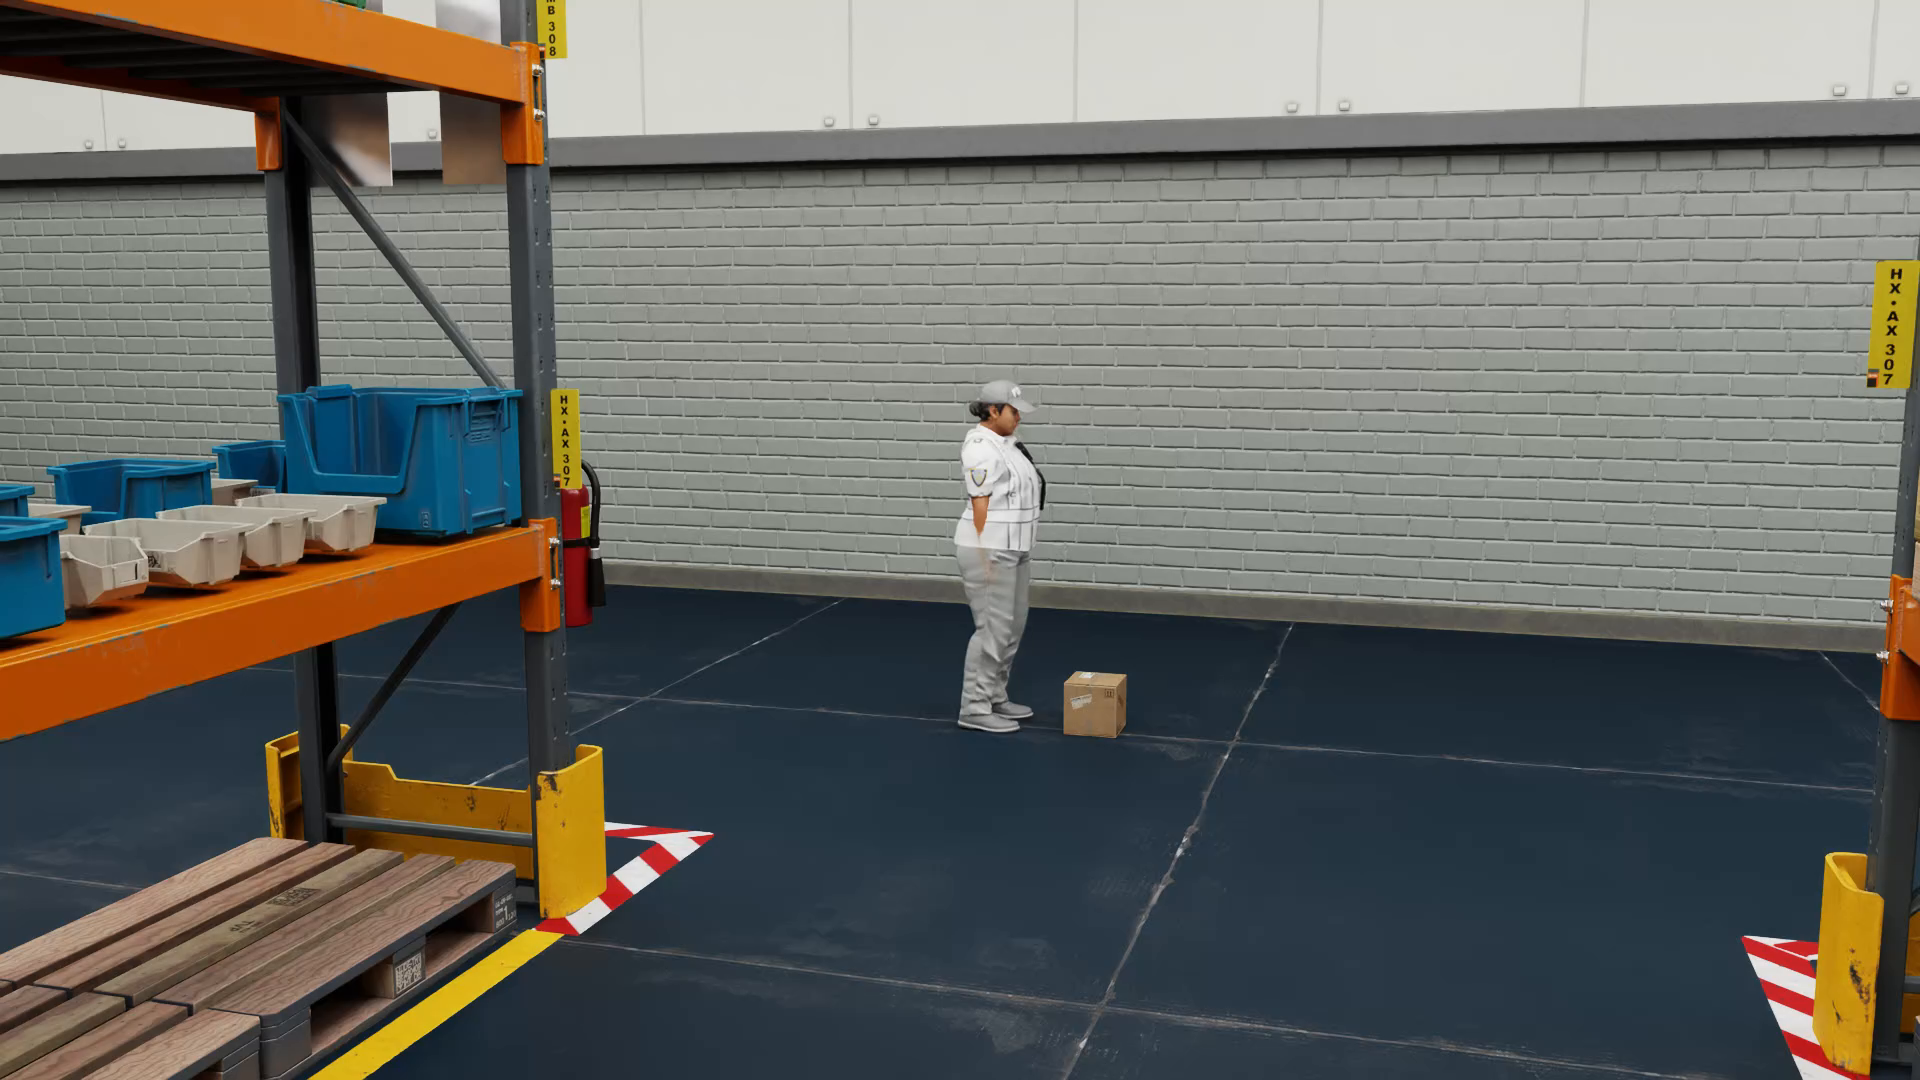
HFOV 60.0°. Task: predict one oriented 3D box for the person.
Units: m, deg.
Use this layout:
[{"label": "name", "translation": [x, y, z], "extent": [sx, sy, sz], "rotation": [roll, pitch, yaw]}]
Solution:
[{"label": "person", "translation": [0.186, 0.065, 7.934], "extent": [0.390, 1.658, 0.470], "rotation": [3, 9, 17]}]
